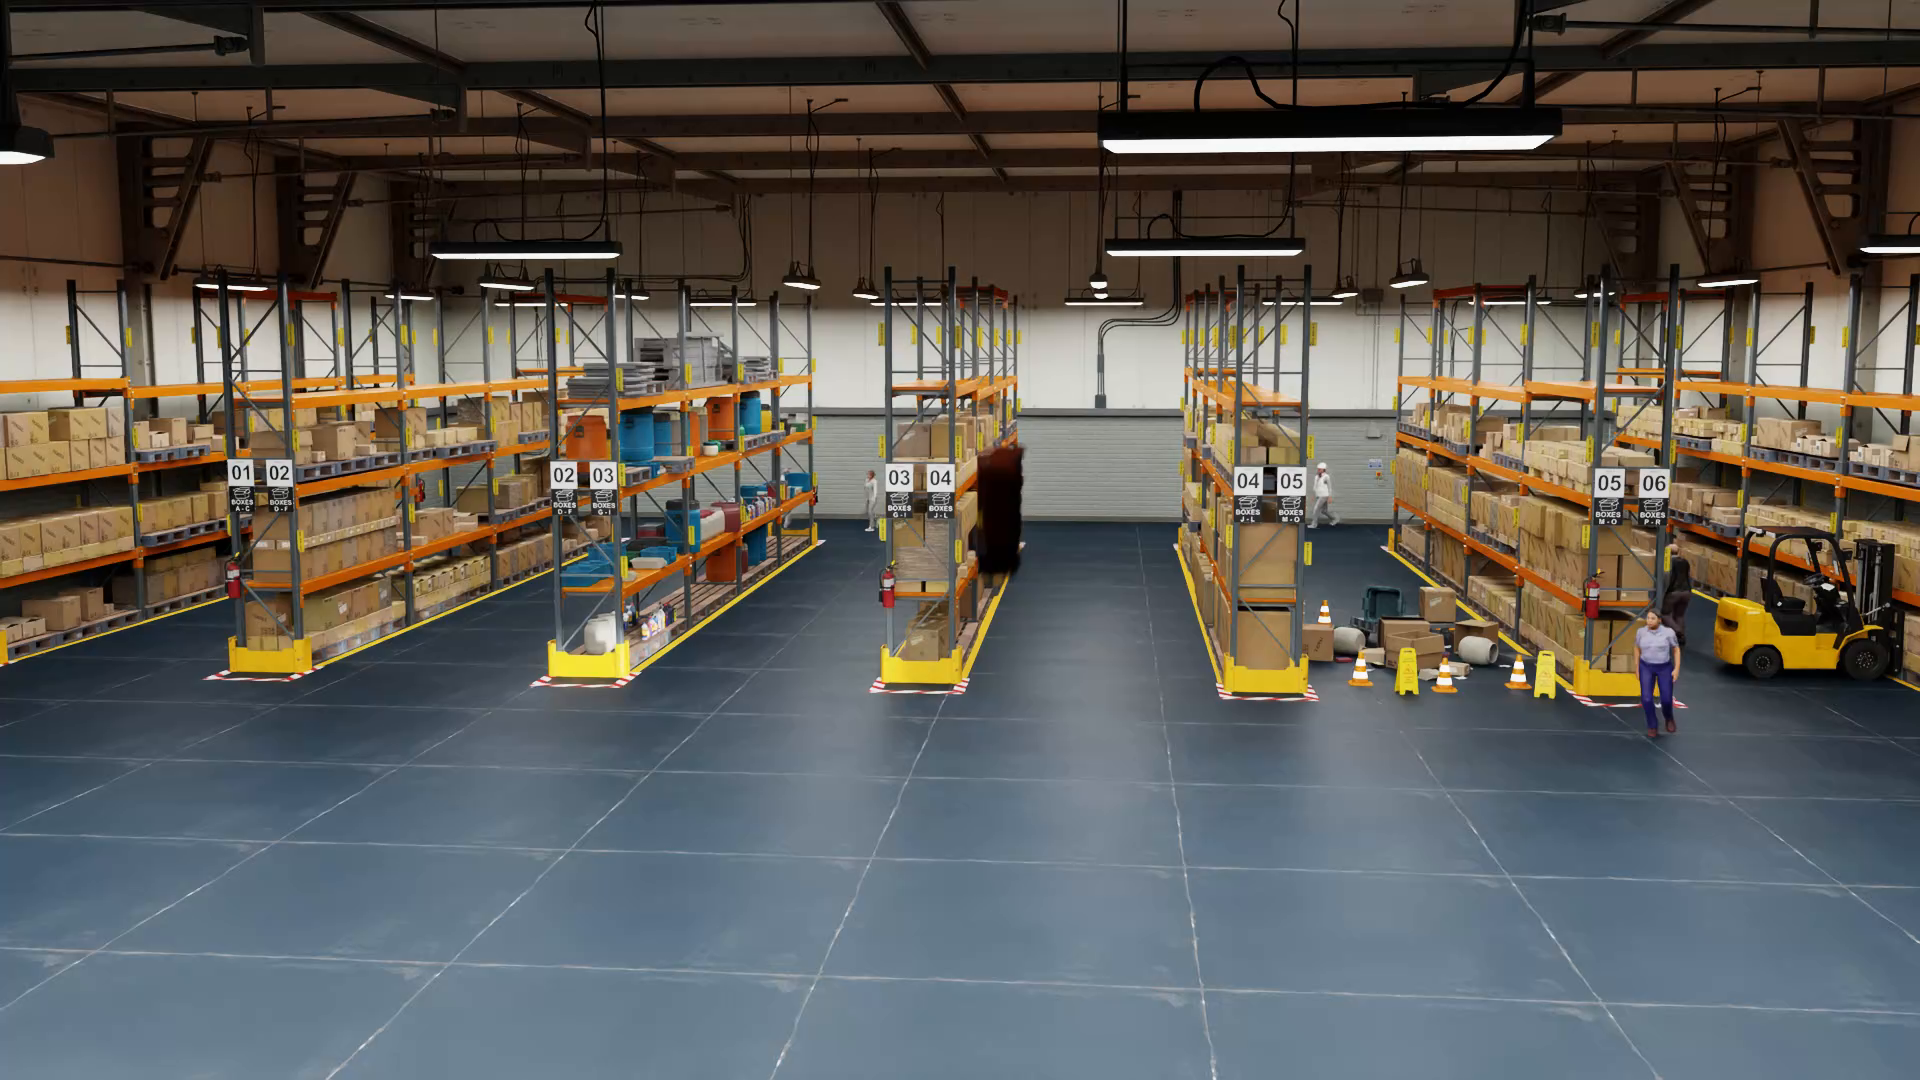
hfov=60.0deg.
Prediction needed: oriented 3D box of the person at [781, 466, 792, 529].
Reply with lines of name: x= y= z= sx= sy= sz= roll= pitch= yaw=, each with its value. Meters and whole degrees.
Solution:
person: x=-4.597 y=-1.145 z=43.800 sx=0.443 sy=1.618 sz=1.056 roll=2 pitch=7 yaw=15

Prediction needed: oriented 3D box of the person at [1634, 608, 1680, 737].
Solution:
person: x=8.815 y=1.655 z=21.046 sx=0.553 sy=1.631 sz=0.499 roll=4 pitch=8 yaw=30

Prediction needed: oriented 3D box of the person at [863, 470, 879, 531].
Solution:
person: x=-2.265 y=-1.035 z=43.089 sx=0.520 sy=1.586 sz=0.421 roll=-5 pitch=8 yaw=-34

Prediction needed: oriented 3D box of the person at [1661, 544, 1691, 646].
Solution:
person: x=11.753 y=0.894 z=27.282 sx=0.578 sy=1.621 sz=0.743 roll=-1 pitch=7 yaw=-6

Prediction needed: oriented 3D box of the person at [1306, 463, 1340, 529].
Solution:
person: x=9.543 y=-1.171 z=43.715 sx=0.996 sy=1.737 sz=0.528 roll=-2 pitch=7 yaw=-13
